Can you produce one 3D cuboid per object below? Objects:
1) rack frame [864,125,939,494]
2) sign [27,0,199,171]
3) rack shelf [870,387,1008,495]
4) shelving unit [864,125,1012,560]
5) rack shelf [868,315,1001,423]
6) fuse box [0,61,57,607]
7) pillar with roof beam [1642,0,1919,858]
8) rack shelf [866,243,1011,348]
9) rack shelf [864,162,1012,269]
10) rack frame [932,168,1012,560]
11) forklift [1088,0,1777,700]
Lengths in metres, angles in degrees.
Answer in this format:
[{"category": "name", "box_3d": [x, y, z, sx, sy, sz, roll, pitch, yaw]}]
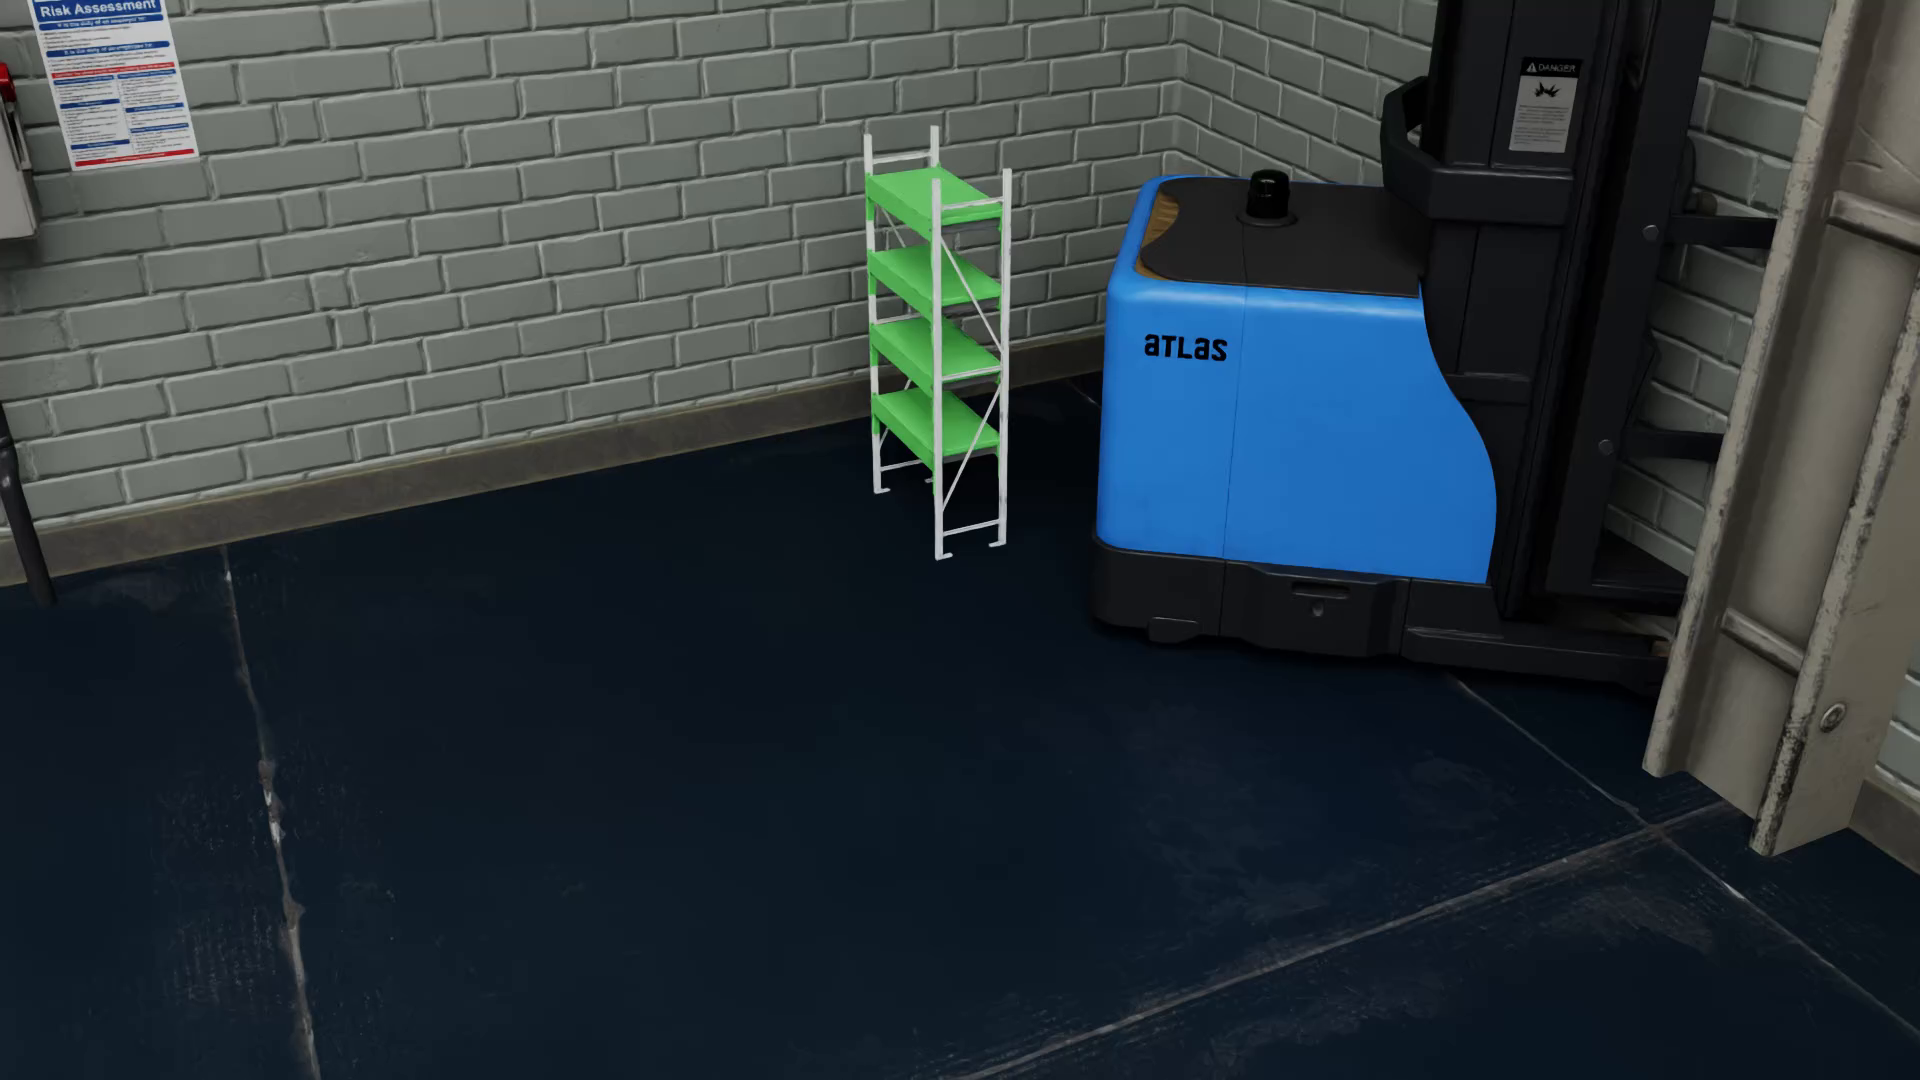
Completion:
[{"category": "rack frame", "box_3d": [-0.176, -0.704, 5.279, 0.240, 1.200, 0.015, -13, 32, -22]}, {"category": "sign", "box_3d": [-2.311, -1.271, 4.547, 0.329, 0.494, 0.001, -13, 32, -22]}, {"category": "rack shelf", "box_3d": [-0.071, -0.331, 5.236, 0.258, 0.148, 0.480, -13, 32, -22]}, {"category": "shelving unit", "box_3d": [-0.071, -0.596, 5.087, 0.258, 1.200, 0.503, -13, 32, -22]}, {"category": "rack shelf", "box_3d": [-0.071, -0.541, 5.118, 0.258, 0.148, 0.480, -13, 32, -22]}, {"category": "fuse box", "box_3d": [-2.668, -0.555, 4.491, 0.539, 1.711, 0.414, -13, 32, -22]}, {"category": "pillar with roof beam", "box_3d": [-1.936, -2.392, 0.315, 9.100, 9.000, 0.400, -13, 32, -22]}, {"category": "rack shelf", "box_3d": [-0.071, -0.750, 5.001, 0.258, 0.148, 0.480, -13, 32, -22]}, {"category": "rack shelf", "box_3d": [-0.071, -0.959, 4.883, 0.258, 0.148, 0.480, -13, 32, -22]}, {"category": "rack frame", "box_3d": [0.034, -0.489, 4.895, 0.240, 1.200, 0.015, -13, 32, -22]}, {"category": "forklift", "box_3d": [1.936, -1.092, 4.200, 3.031, 2.935, 1.130, 6, 30, 10]}]
